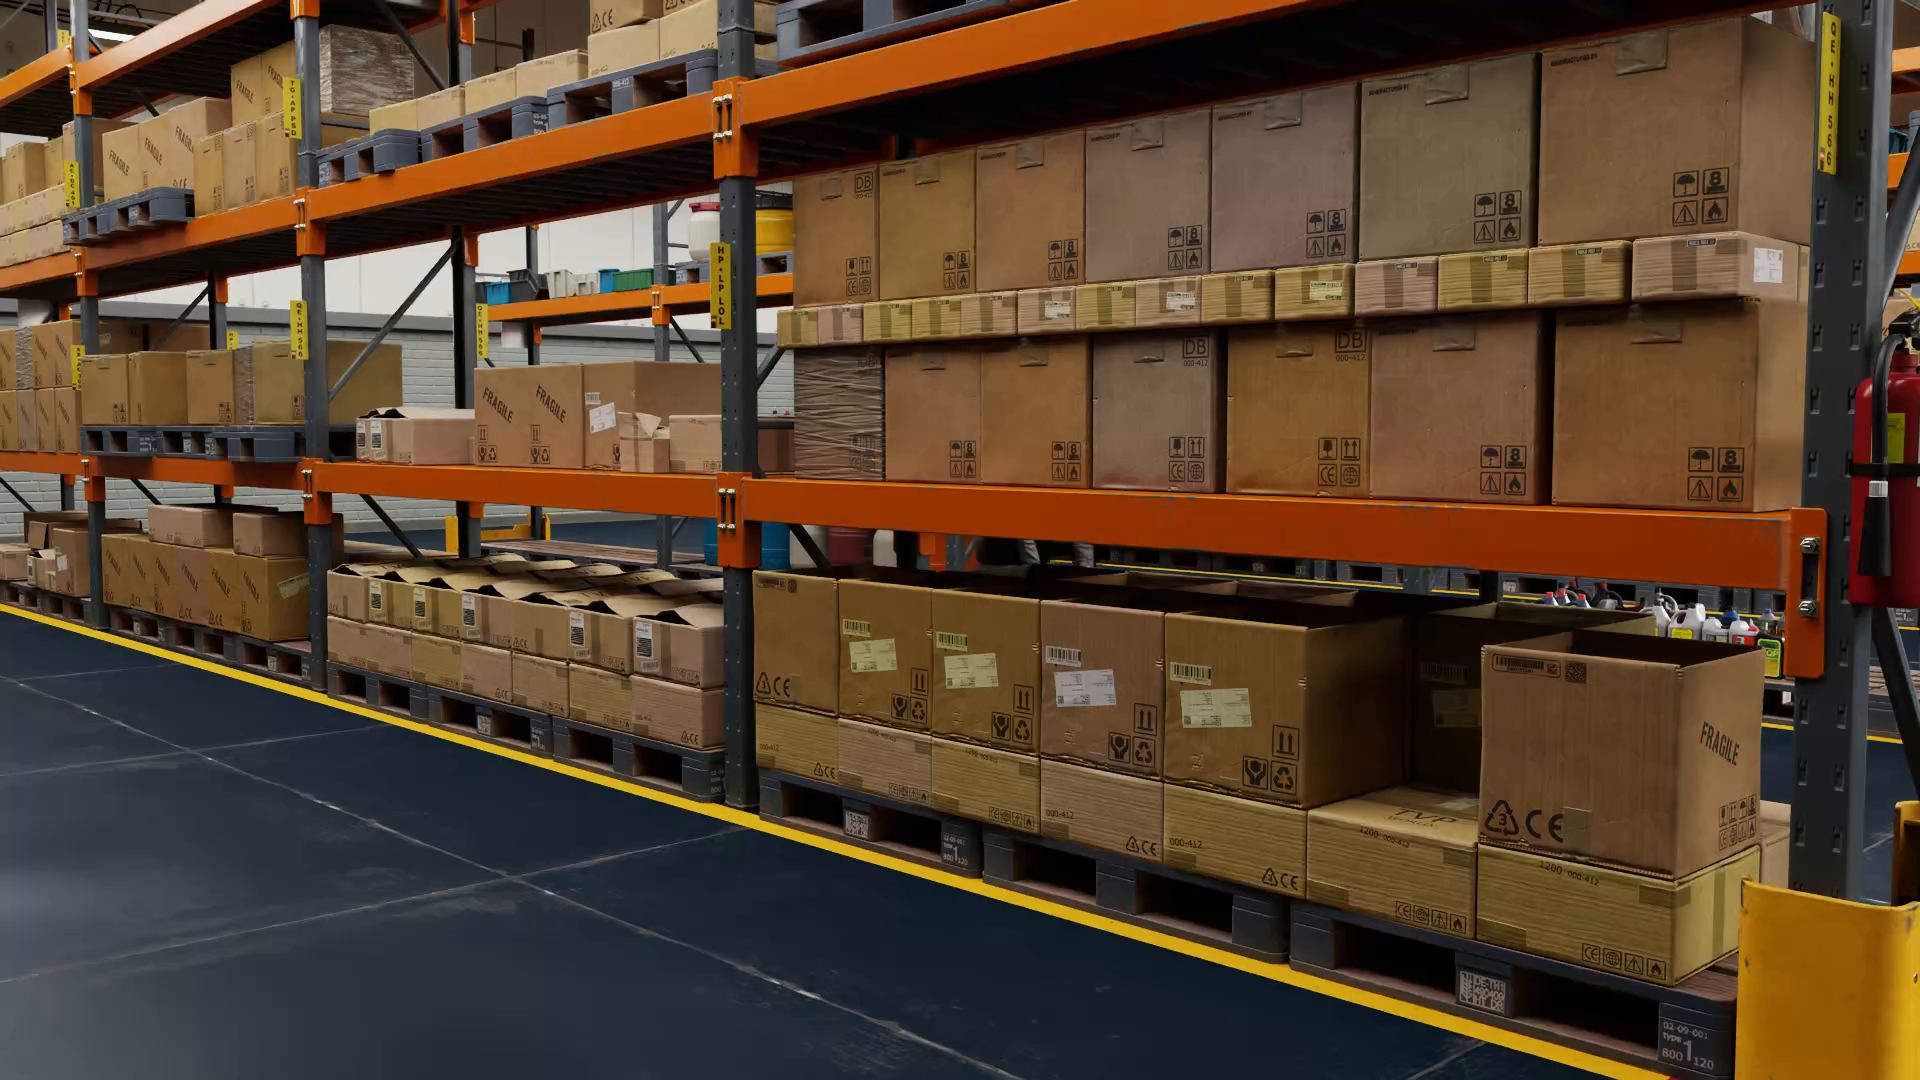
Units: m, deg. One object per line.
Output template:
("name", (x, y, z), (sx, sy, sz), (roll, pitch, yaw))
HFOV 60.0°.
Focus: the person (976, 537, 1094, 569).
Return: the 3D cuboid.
("person", (0.455, 0.171, 9.330), (0.591, 1.404, 0.709), (-4, 5, -44))
